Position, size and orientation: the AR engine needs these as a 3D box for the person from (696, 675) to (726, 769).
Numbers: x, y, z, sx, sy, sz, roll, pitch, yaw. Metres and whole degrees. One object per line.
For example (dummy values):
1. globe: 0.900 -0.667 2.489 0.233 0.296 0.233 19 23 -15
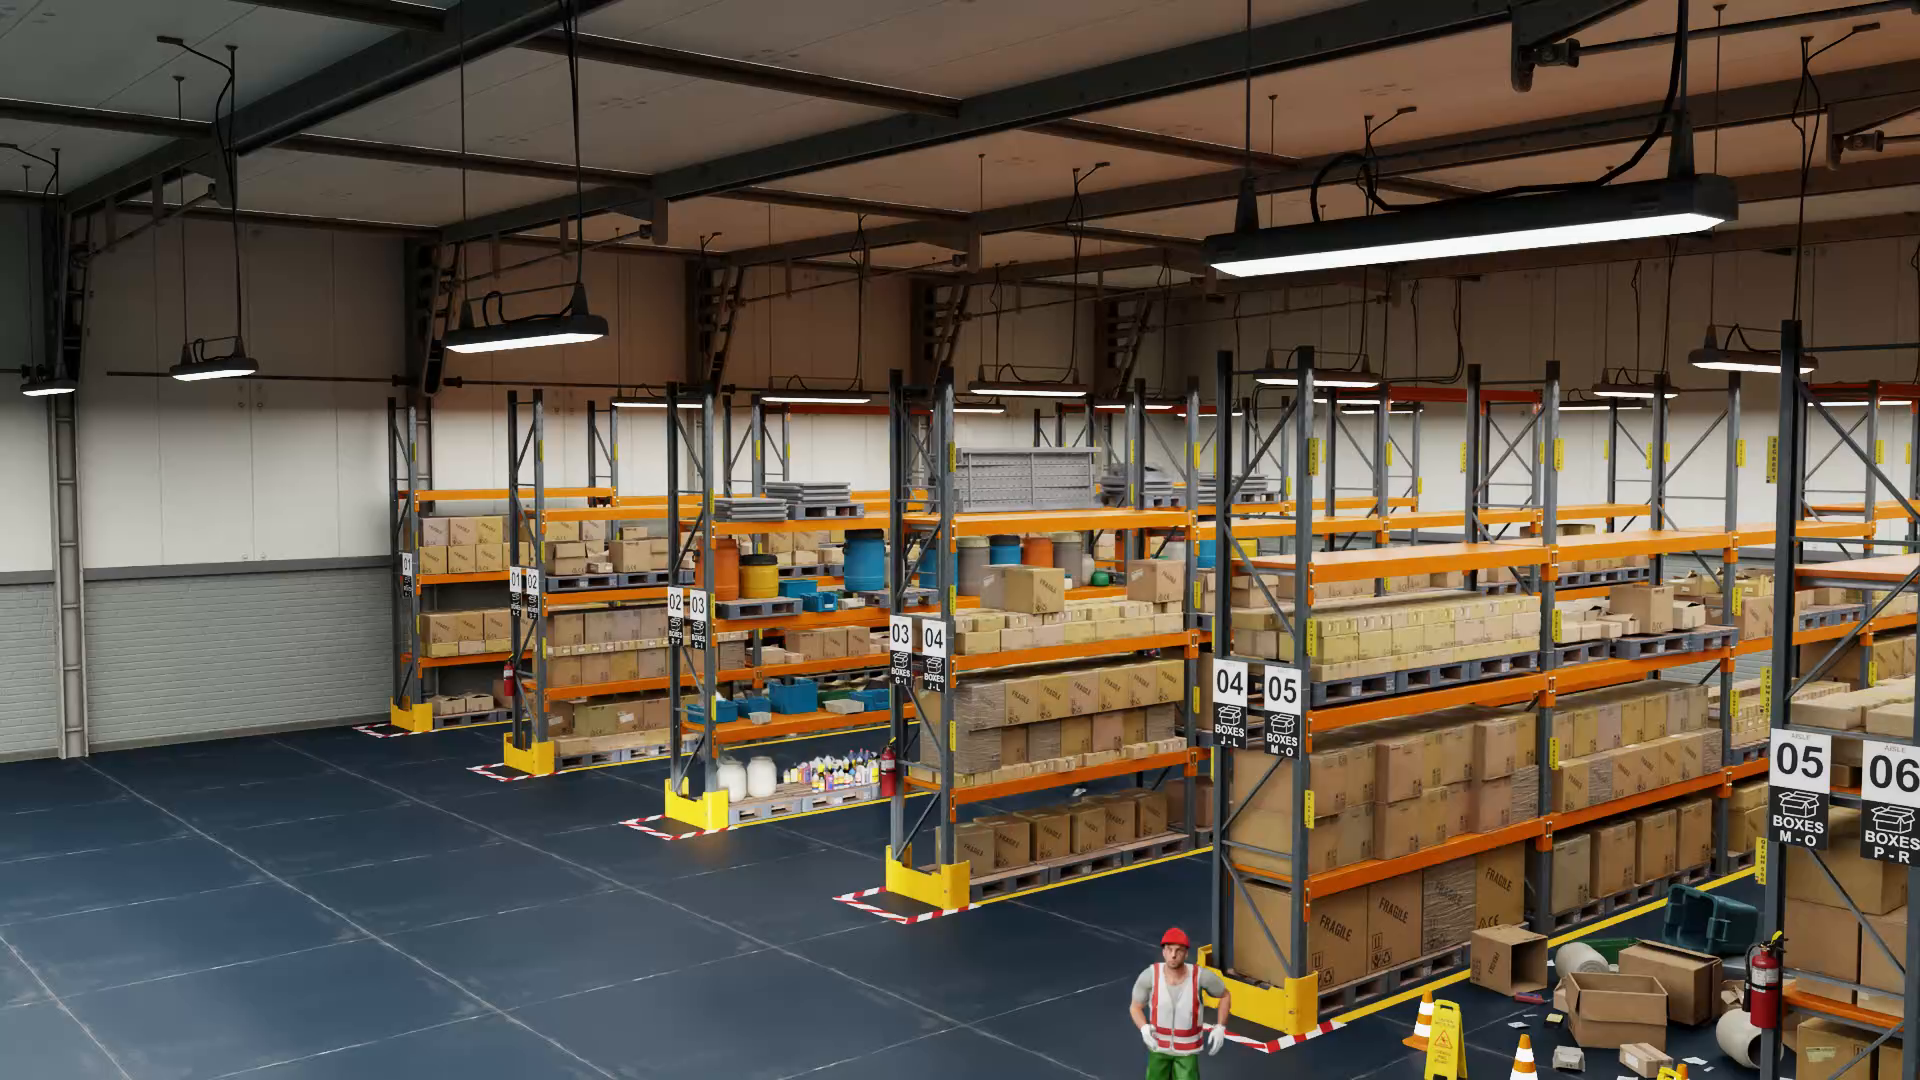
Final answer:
1. person: -3.675 2.843 24.958 0.603 1.695 0.649 -2 4 -36

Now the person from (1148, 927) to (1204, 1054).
1. person: 1.522 3.594 11.790 0.416 1.746 0.422 1 3 14
